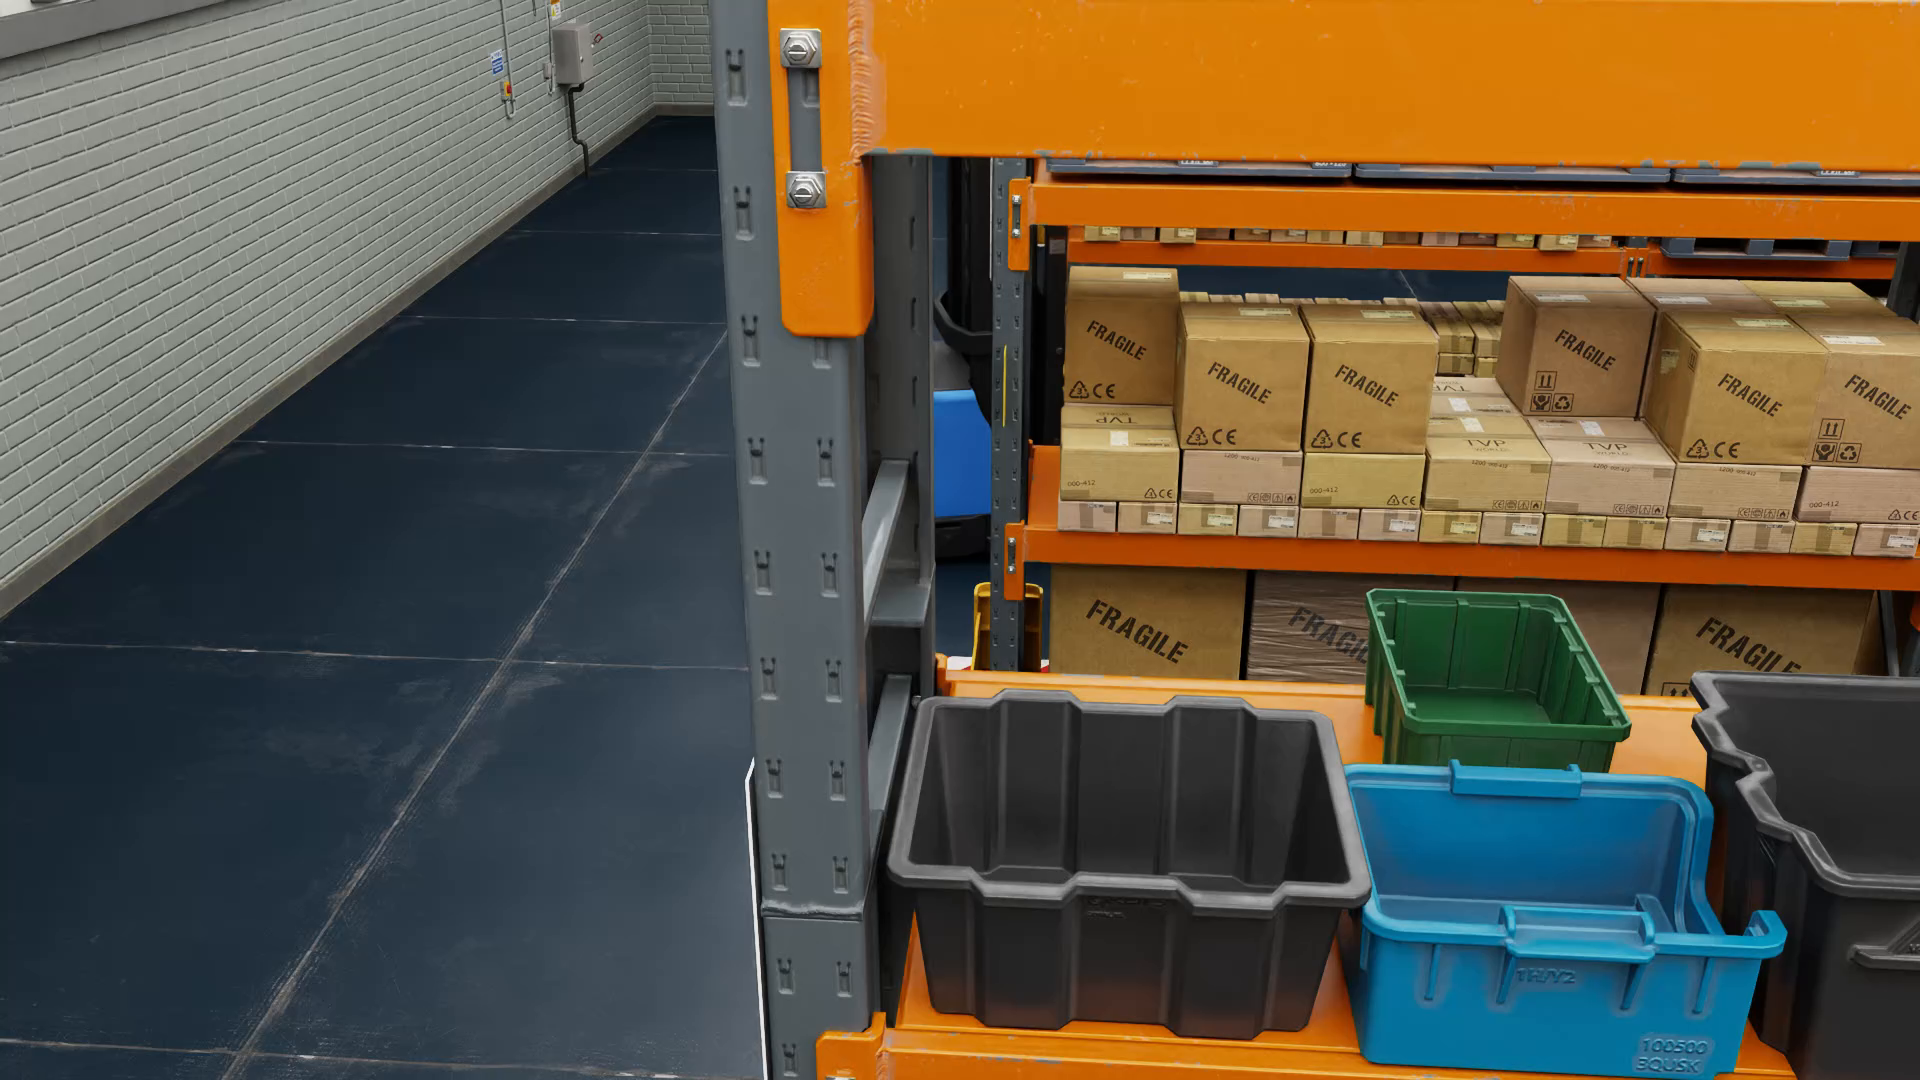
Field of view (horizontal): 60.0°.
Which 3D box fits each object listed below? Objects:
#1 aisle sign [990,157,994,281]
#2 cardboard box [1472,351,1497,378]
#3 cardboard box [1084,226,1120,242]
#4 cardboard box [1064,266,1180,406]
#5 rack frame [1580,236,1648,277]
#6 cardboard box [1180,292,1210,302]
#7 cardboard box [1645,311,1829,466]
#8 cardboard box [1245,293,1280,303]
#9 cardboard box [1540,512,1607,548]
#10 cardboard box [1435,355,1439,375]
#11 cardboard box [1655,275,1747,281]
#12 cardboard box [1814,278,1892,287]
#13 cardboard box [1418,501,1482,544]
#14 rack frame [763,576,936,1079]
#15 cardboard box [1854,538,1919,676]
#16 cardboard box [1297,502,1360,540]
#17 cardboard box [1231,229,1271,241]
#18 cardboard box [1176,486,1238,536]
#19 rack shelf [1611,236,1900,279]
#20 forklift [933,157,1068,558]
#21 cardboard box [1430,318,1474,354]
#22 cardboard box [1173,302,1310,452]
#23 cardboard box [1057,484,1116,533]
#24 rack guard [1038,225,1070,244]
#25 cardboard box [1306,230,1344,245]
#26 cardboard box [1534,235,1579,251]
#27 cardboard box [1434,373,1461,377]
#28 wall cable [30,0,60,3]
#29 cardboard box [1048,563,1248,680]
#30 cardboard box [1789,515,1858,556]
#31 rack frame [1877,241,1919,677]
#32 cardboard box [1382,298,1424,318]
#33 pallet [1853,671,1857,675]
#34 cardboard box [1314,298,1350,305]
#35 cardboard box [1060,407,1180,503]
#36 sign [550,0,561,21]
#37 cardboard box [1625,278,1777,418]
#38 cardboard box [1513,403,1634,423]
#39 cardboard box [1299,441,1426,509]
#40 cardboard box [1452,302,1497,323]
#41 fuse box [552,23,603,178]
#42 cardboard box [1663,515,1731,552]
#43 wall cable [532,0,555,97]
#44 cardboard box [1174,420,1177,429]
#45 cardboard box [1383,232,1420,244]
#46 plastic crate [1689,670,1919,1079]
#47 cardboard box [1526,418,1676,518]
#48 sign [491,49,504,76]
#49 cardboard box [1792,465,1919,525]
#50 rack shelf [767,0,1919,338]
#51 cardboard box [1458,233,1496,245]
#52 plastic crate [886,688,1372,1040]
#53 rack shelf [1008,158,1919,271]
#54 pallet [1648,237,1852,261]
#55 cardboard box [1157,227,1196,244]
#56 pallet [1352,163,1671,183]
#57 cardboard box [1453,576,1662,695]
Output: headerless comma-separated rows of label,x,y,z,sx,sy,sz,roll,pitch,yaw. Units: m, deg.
aisle sign,0.140,-1.500,6.811,0.004,0.787,0.394,2,25,4
cardboard box,3.825,-1.290,12.018,0.250,0.149,0.380,1,25,2
cardboard box,1.013,-2.244,11.839,0.250,0.149,0.380,2,25,4
cardboard box,0.740,-0.943,7.637,0.500,0.500,0.500,2,25,5
rack frame,4.703,-2.377,11.828,0.127,3.000,1.000,2,25,4
cardboard box,1.776,-1.773,12.710,0.250,0.149,0.380,1,25,3
cardboard box,3.245,-0.642,6.983,0.500,0.500,0.500,2,25,5
cardboard box,2.302,-1.753,12.667,0.250,0.149,0.380,3,25,6
cardboard box,2.612,-0.113,7.209,0.250,0.149,0.380,1,25,3
cardboard box,3.327,-1.339,12.125,0.250,0.149,0.380,2,25,5
cardboard box,5.465,-1.855,12.283,0.500,0.250,0.500,1,25,3
cardboard box,6.505,-1.822,12.212,0.500,0.250,0.500,1,25,2
cardboard box,2.097,-0.130,7.244,0.250,0.149,0.380,1,25,3
rack frame,-0.145,1.623,3.135,0.127,3.000,1.000,2,25,4
cardboard box,4.862,0.473,7.673,0.875,0.875,1.225,2,25,4
cardboard box,1.588,-0.146,7.280,0.250,0.149,0.380,1,25,3
cardboard box,2.071,-2.252,11.857,0.250,0.149,0.380,2,25,3
cardboard box,1.074,-0.163,7.316,0.250,0.149,0.380,1,25,3
rack shelf,6.697,-1.987,11.840,4.000,0.370,1.077,2,25,4
forklift,0.689,-1.467,9.931,3.031,2.935,1.130,-5,25,-10
cardboard box,3.569,-1.484,12.082,0.250,0.149,0.380,3,25,6
cardboard box,1.191,-0.705,7.121,0.500,0.500,0.500,1,25,3
cardboard box,0.563,-0.178,7.350,0.250,0.149,0.380,2,25,5
rack guard,0.969,-3.437,17.121,0.348,0.500,1.175,2,25,4
cardboard box,2.572,-2.216,11.777,0.250,0.149,0.380,3,25,6
cardboard box,4.135,-2.138,11.608,0.250,0.149,0.380,1,25,3
cardboard box,3.512,-1.227,12.237,0.250,0.149,0.380,1,25,3
wall cable,-5.140,-6.246,9.209,0.120,5.999,2.277,2,25,4
cardboard box,0.879,0.320,8.005,0.875,0.875,0.875,2,25,4
cardboard box,3.636,-0.081,7.137,0.250,0.149,0.380,2,25,5
rack frame,4.223,-0.313,7.343,0.127,3.000,1.000,2,25,4
cardboard box,3.340,-1.703,12.559,0.250,0.149,0.380,2,25,5
pallet,4.998,0.947,7.940,1.213,0.211,1.003,2,25,4
cardboard box,2.819,-1.701,12.555,0.250,0.149,0.380,2,25,4
cardboard box,0.692,-0.380,7.312,0.500,0.250,0.500,1,25,3
sign,-4.535,-5.972,18.652,0.001,0.242,0.339,2,25,4
cardboard box,3.274,-0.862,7.461,0.500,0.500,0.500,2,25,4
cardboard box,2.762,-0.537,7.652,0.500,0.250,0.500,2,25,5
cardboard box,1.712,-0.349,7.244,0.500,0.250,0.500,1,25,2
cardboard box,3.849,-1.662,12.469,0.250,0.149,0.380,2,25,3
fuse box,-4.325,-5.028,19.130,0.414,1.711,0.539,2,25,4
cardboard box,3.125,-0.097,7.173,0.250,0.149,0.380,2,25,5
wall cable,-4.534,-5.795,18.041,0.122,1.984,0.588,2,25,4
cardboard box,1.244,-0.587,7.761,0.500,0.250,0.500,1,25,3
cardboard box,3.095,-2.216,11.779,0.250,0.149,0.380,1,25,3
plastic crate,1.357,0.452,2.165,0.767,0.338,0.504,2,25,4
cardboard box,2.737,-0.317,7.174,0.500,0.250,0.500,2,25,5
sign,-4.696,-4.847,16.872,0.001,0.218,0.327,2,25,4
cardboard box,3.762,-0.285,7.105,0.500,0.250,0.500,1,25,3
rack shelf,1.849,-0.530,1.975,4.000,0.370,1.077,2,25,4
cardboard box,3.622,-2.208,11.761,0.250,0.149,0.380,1,25,3
plastic crate,0.218,0.448,2.256,0.590,0.269,0.497,2,25,4
rack shelf,2.229,-1.413,7.005,4.000,0.370,1.077,2,25,4
pallet,5.454,-2.205,11.683,1.213,0.211,1.003,2,25,4
cardboard box,1.534,-2.222,11.792,0.250,0.149,0.380,1,25,2
pallet,2.195,-1.706,6.888,1.213,0.211,1.003,2,25,4
cardboard box,2.673,0.378,7.880,0.875,0.875,0.875,2,25,4
